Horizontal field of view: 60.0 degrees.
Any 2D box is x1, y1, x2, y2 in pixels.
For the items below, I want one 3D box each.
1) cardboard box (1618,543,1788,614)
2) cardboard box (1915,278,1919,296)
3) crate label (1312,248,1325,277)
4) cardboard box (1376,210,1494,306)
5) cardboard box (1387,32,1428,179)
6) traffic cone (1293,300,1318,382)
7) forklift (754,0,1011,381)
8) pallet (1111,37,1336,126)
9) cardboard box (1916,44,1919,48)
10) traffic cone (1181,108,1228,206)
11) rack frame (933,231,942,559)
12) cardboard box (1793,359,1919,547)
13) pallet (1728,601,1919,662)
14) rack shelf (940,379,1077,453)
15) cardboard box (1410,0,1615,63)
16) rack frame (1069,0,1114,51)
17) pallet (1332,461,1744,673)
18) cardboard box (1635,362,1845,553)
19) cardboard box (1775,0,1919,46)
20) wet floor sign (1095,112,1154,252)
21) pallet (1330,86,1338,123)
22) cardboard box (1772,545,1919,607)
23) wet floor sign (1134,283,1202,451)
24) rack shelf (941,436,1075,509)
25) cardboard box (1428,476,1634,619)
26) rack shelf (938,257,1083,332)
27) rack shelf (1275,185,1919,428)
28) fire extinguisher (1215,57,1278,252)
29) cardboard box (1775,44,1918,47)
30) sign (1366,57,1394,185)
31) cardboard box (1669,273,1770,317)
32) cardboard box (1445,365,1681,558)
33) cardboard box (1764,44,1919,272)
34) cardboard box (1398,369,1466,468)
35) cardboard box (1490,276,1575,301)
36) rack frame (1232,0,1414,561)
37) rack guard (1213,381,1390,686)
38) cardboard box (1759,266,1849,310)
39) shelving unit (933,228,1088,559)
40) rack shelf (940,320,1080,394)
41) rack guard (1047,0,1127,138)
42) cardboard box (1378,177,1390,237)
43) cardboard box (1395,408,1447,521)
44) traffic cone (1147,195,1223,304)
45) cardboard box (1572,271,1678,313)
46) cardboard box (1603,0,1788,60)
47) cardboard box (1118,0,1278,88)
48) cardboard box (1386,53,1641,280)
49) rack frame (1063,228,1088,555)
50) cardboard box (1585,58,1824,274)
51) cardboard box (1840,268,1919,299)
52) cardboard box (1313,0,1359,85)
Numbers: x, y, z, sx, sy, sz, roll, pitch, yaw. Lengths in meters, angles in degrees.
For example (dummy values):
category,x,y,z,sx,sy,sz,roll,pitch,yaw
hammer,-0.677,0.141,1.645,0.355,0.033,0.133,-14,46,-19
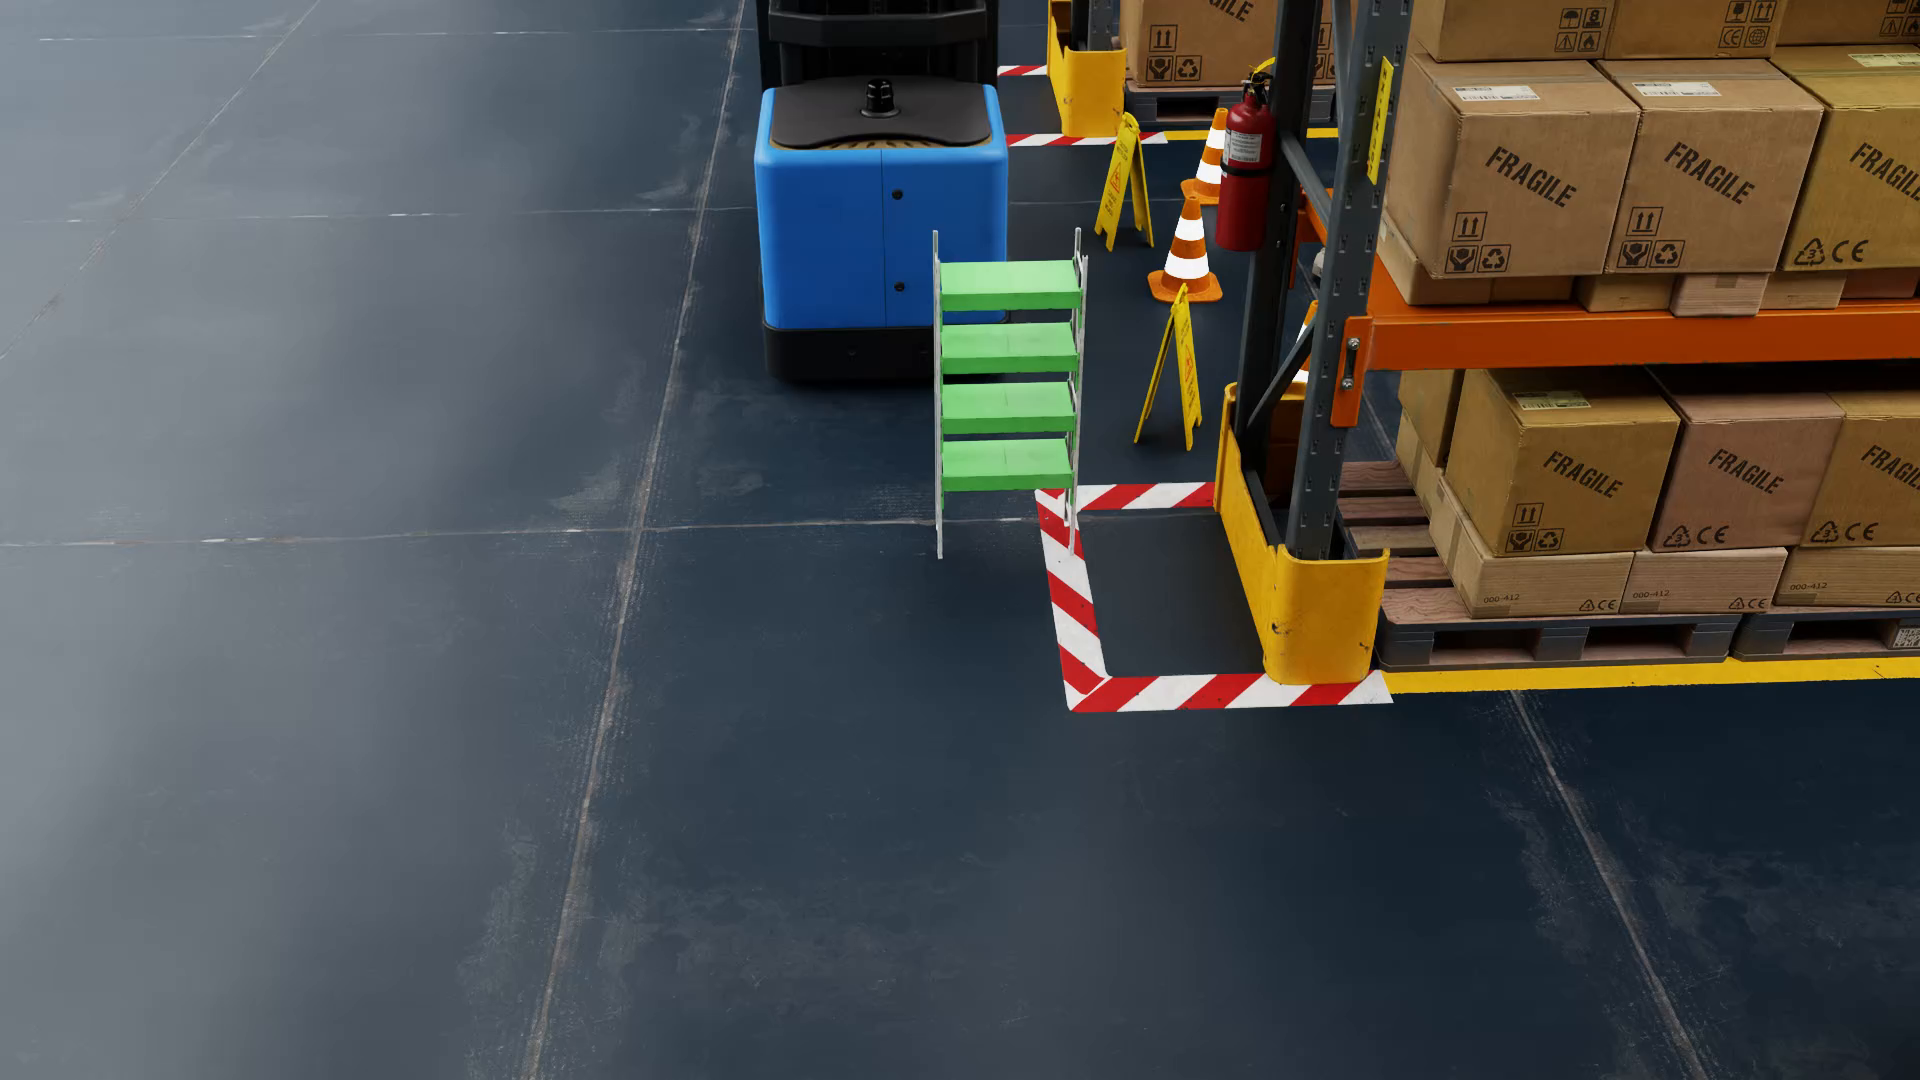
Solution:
category,x,y,z,sx,sy,sz,roll,pitch,yaw
cardboard box,2.434,0.002,5.658,0.500,0.250,0.500,0,35,-1
cardboard box,3.012,-0.884,5.113,0.250,0.149,0.380,-2,35,-3
crate label,1.863,-1.328,8.048,0.298,0.136,0.250,-20,39,-26
cardboard box,1.454,-0.870,5.092,0.250,0.149,0.380,-1,35,-2
cardboard box,1.634,-1.417,5.312,0.500,0.500,0.500,-2,35,-3
traffic cone,1.473,-0.784,6.976,0.334,0.463,0.336,-2,35,-2
forklift,-0.383,-2.699,7.575,1.130,2.935,3.031,-2,35,-2
pallet,1.564,-2.812,10.128,1.213,0.211,1.003,-2,35,-2
cardboard box,3.125,-1.149,4.925,0.500,0.500,0.500,-2,35,-3
traffic cone,1.367,-2.057,8.815,0.334,0.463,0.336,-2,35,-2
rack frame,-0.079,-0.491,5.905,0.015,1.200,0.240,-2,35,-2
cardboard box,2.971,-0.323,5.469,0.500,0.500,0.500,-1,35,-1
pallet,3.209,0.030,6.022,1.213,0.211,1.003,-2,35,-2
rack shelf,0.165,-0.445,5.951,0.480,0.148,0.258,-2,35,-2
cardboard box,1.605,-1.794,4.979,0.500,0.500,0.700,-2,35,-3
rack frame,0.769,-3.893,9.239,0.127,3.000,1.000,-2,35,-2
pallet,1.994,0.061,5.976,1.213,0.211,1.003,-2,35,-2
cardboard box,2.469,-0.314,5.457,0.500,0.500,0.500,-3,35,-4
cardboard box,2.615,-1.876,5.097,0.500,0.500,0.700,-2,35,-3
wet floor sign,0.834,-1.799,8.282,0.232,0.644,0.267,-7,35,-10
pallet,2.780,-2.843,10.173,1.213,0.211,1.003,-2,35,-2
cardboard box,2.978,-0.020,5.690,0.500,0.250,0.500,1,35,1
wet floor sign,0.864,-0.717,6.719,0.232,0.644,0.267,10,36,14
rack shelf,0.165,-0.248,6.088,0.480,0.148,0.258,-2,35,-2
cardboard box,1.923,0.012,5.645,0.500,0.250,0.500,-2,35,-3
rack shelf,0.165,-0.840,5.678,0.480,0.148,0.258,-2,35,-2
rack shelf,3.102,-0.840,5.460,4.000,0.370,1.077,-2,35,-2
fire extinguisher,0.968,-1.309,5.573,0.183,0.674,0.296,-2,35,-2
cardboard box,2.634,-1.439,5.344,0.500,0.500,0.500,-2,35,-2
sign,1.130,-1.129,4.485,0.005,0.325,0.100,-2,35,-2
cardboard box,2.230,-0.827,5.029,0.250,0.149,0.380,-1,35,-1
cardboard box,1.947,-0.298,5.433,0.500,0.500,0.500,-3,35,-4
cardboard box,2.617,-1.131,4.899,0.500,0.500,0.500,-2,35,-3
cardboard box,1.893,-0.602,5.872,0.500,0.500,0.500,-1,35,-2
cardboard box,1.705,-0.885,5.114,0.250,0.149,0.380,-1,35,-2
rack frame,1.105,-1.082,5.177,0.127,3.000,1.000,-2,35,-2
rack guard,1.181,-0.056,5.892,0.348,0.500,1.175,-2,35,-2
cardboard box,2.487,-0.853,5.067,0.250,0.149,0.380,-1,35,-1
shelving unit,0.165,-0.498,5.915,0.503,1.200,0.258,-2,35,-2
rack shelf,0.165,-0.643,5.815,0.480,0.148,0.258,-2,35,-2
rack guard,0.745,-2.864,9.950,0.348,0.500,1.175,-2,35,-2
cardboard box,1.468,-1.110,5.439,0.250,0.149,0.380,0,35,-1
cardboard box,1.923,-0.299,6.094,0.500,0.250,0.500,-2,35,-2
traffic cone,1.081,-1.405,7.874,0.334,0.463,0.336,-2,35,-2
cardboard box,1.974,-0.846,5.057,0.250,0.149,0.380,-3,35,-4
cardboard box,2.110,-1.804,4.993,0.500,0.500,0.700,-1,35,-2
cardboard box,1.444,-3.248,9.805,0.875,0.875,0.875,-1,35,-2
cardboard box,1.591,-1.100,4.855,0.500,0.500,0.500,-2,35,-3
rack frame,0.409,-0.504,5.924,0.015,1.200,0.240,-2,35,-2
cardboard box,2.108,-1.116,4.878,0.500,0.500,0.500,-1,35,-1
cardboard box,2.748,-0.894,5.127,0.250,0.149,0.380,0,35,-1
cardboard box,2.322,-3.273,9.841,0.875,0.875,0.875,-2,35,-3
